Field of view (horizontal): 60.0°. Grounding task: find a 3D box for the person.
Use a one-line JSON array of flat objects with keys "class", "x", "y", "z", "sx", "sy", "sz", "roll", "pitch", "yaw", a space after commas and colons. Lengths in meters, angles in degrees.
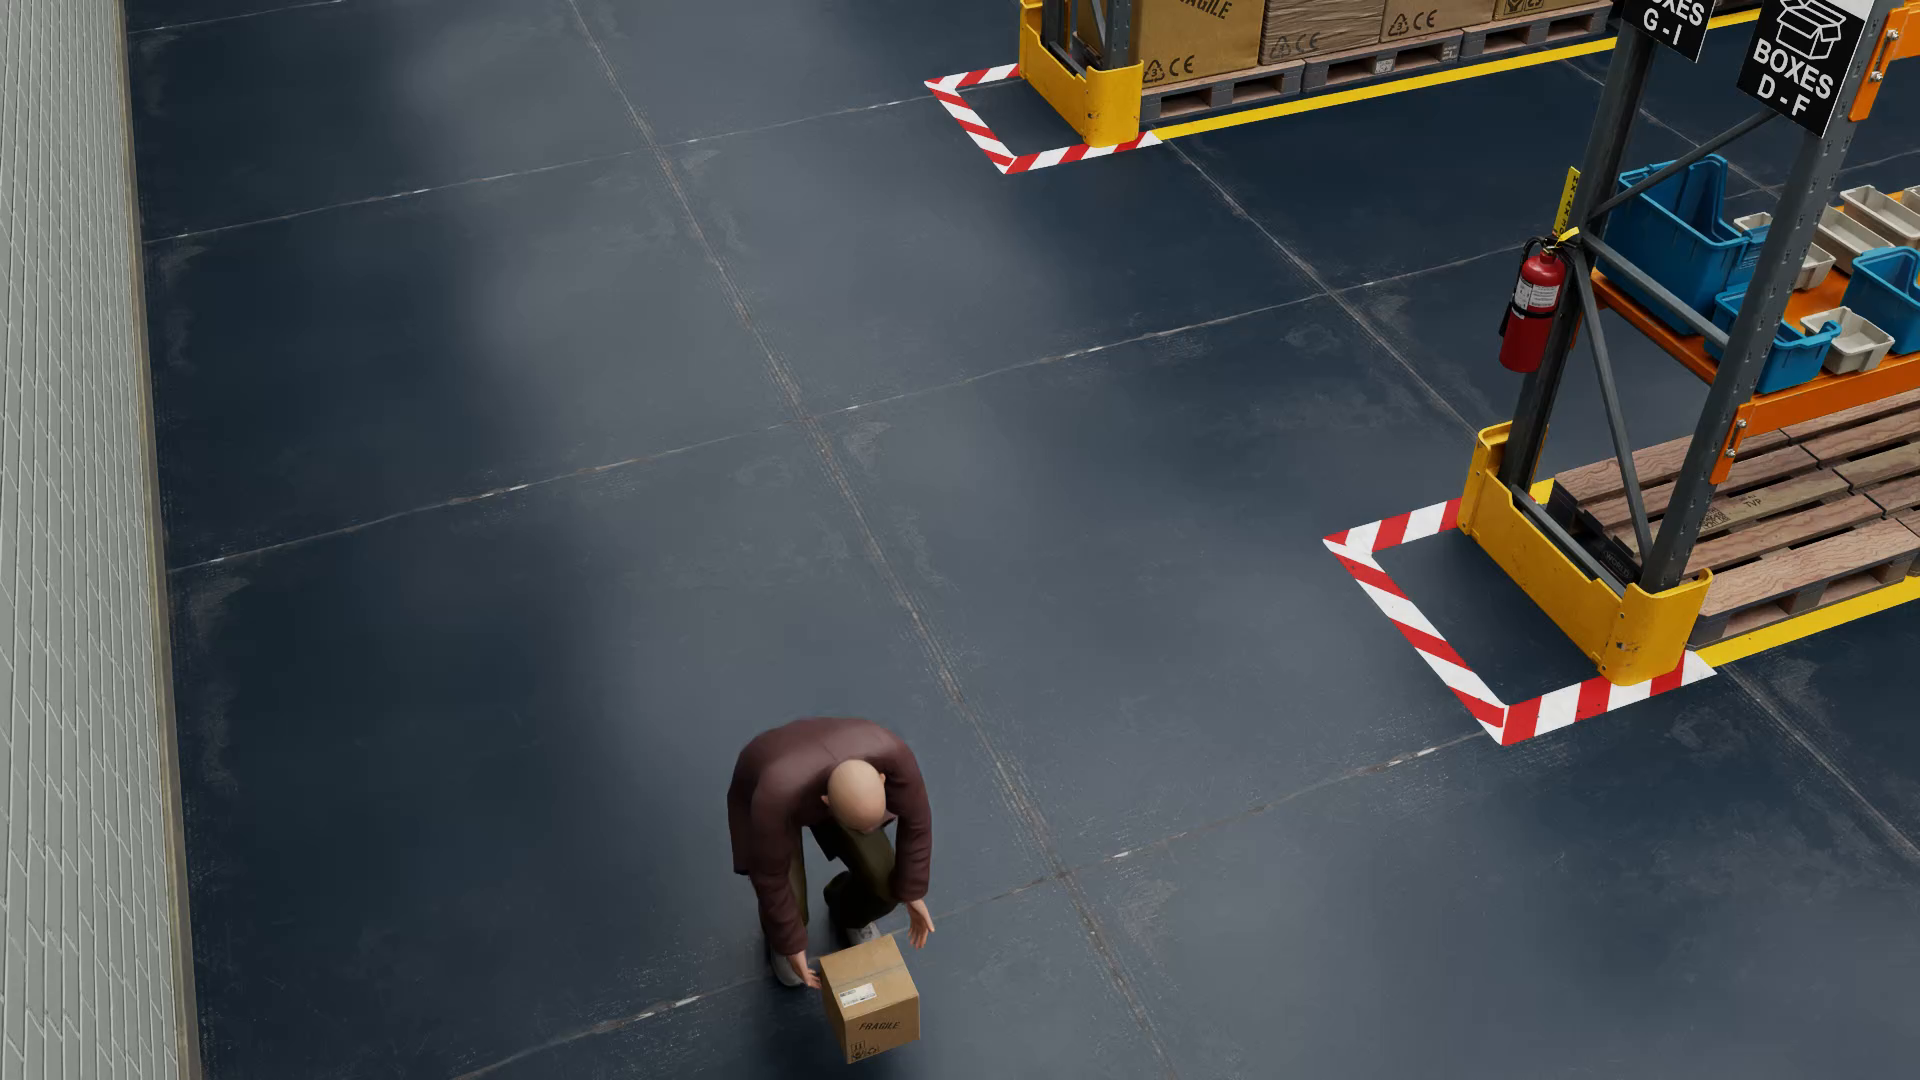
[{"class": "person", "x": -0.440, "y": 0.997, "z": 5.489, "sx": 0.631, "sy": 1.176, "sz": 0.796, "roll": -15, "pitch": 43, "yaw": -17}]
